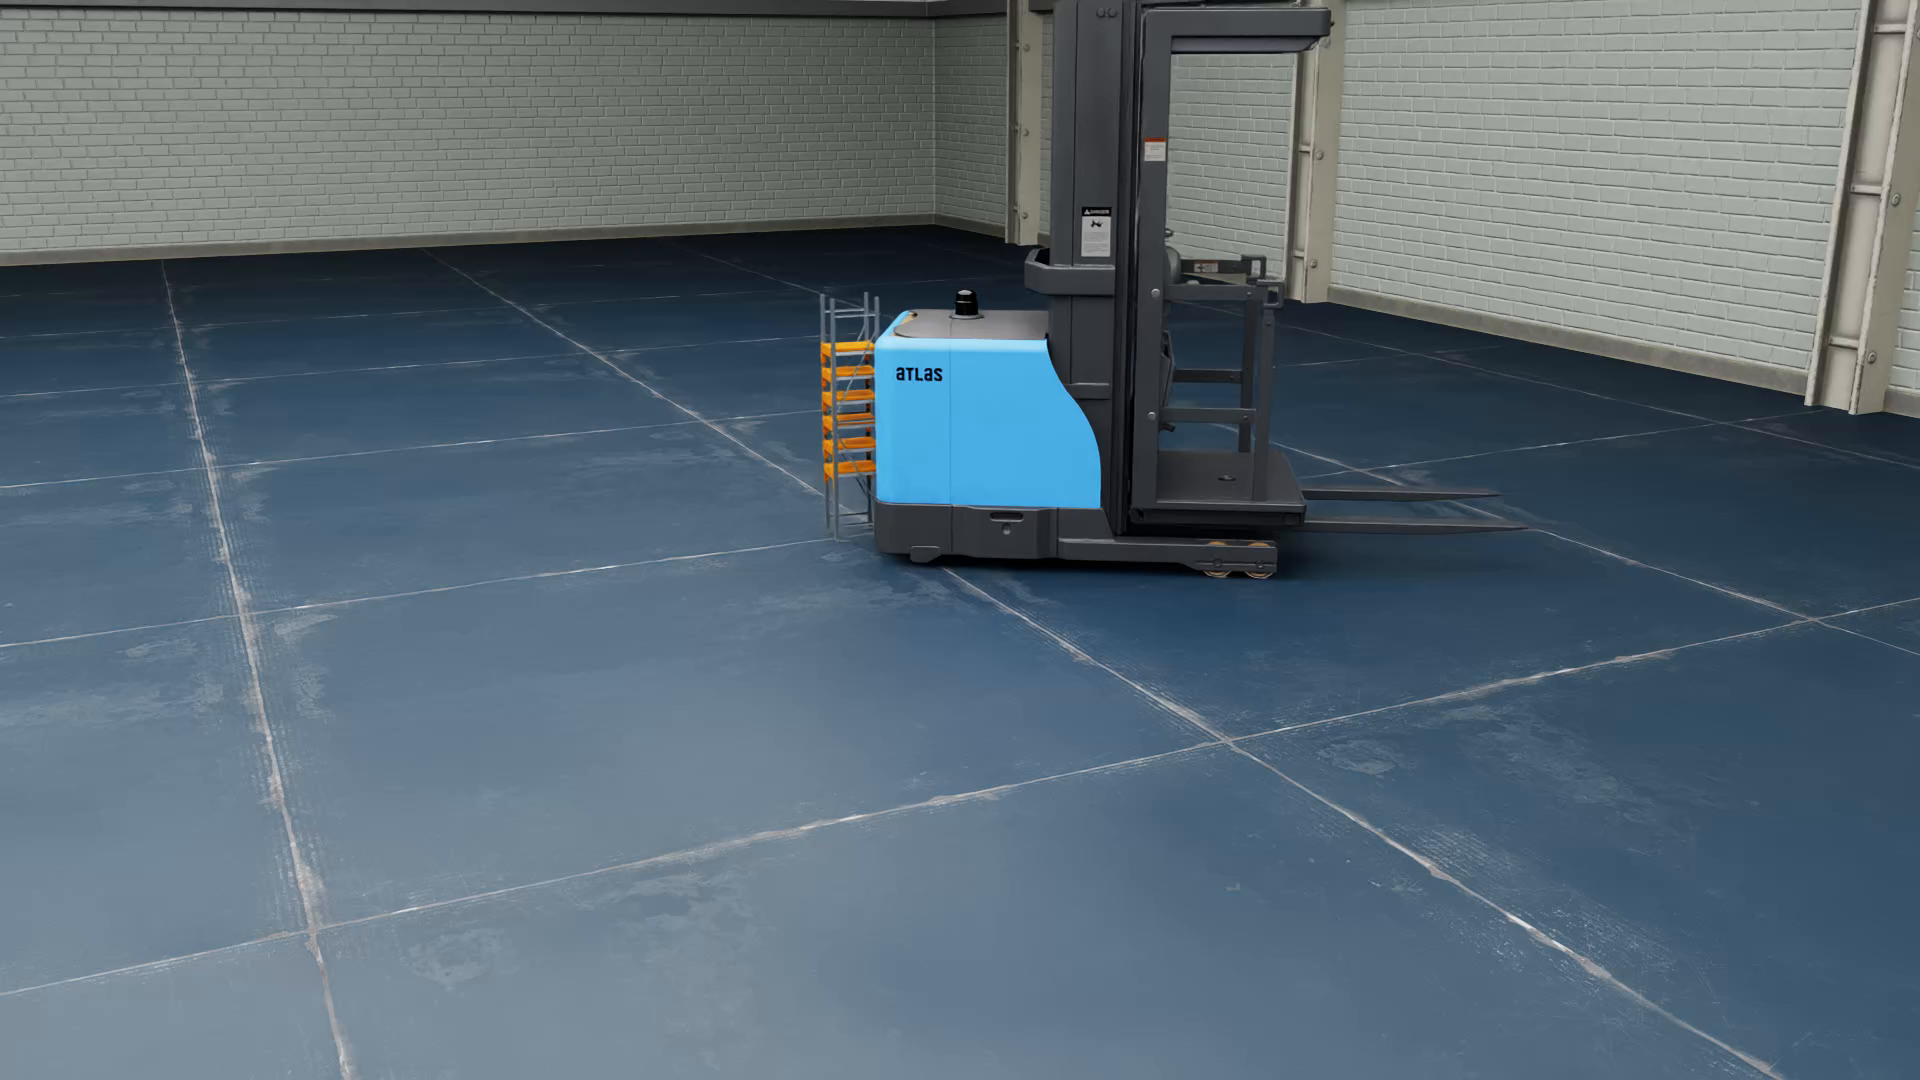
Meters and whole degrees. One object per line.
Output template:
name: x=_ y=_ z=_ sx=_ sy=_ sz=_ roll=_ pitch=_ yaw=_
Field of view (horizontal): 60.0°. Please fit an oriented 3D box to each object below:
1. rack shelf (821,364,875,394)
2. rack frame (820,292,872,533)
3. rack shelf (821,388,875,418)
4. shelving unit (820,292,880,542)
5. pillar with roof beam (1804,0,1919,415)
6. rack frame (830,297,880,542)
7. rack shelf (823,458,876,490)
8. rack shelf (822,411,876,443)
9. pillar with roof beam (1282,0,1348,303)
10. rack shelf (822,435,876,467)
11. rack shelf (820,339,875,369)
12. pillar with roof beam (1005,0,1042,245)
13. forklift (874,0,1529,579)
rack shelf: x=-0.532 y=-0.788 z=8.111 sx=0.258 sy=0.103 sz=0.180 roll=-5 pitch=17 yaw=-18
rack frame: x=-0.562 y=-0.624 z=8.248 sx=0.240 sy=1.200 sz=0.006 roll=-5 pitch=17 yaw=-18
rack shelf: x=-0.532 y=-0.672 z=8.144 sx=0.258 sy=0.103 sz=0.180 roll=-5 pitch=17 yaw=-18
shelving unit: x=-0.532 y=-0.600 z=8.165 sx=0.258 sy=1.200 sz=0.189 roll=-5 pitch=17 yaw=-18
pillar with roof beam: x=2.202 y=-4.715 z=8.366 sx=9.100 sy=9.000 sz=0.400 roll=-8 pitch=18 yaw=-25
rack frame: x=-0.502 y=-0.576 z=8.082 sx=0.240 sy=1.200 sz=0.006 roll=-5 pitch=17 yaw=-18
rack shelf: x=-0.532 y=-0.326 z=8.244 sx=0.258 sy=0.103 sz=0.180 roll=-5 pitch=17 yaw=-18
rack shelf: x=-0.532 y=-0.557 z=8.177 sx=0.258 sy=0.103 sz=0.180 roll=-5 pitch=17 yaw=-18
pillar with roof beam: x=-0.426 y=-6.203 z=13.551 sx=9.100 sy=9.000 sz=0.400 roll=-8 pitch=18 yaw=-25
rack shelf: x=-0.532 y=-0.442 z=8.211 sx=0.258 sy=0.103 sz=0.180 roll=-5 pitch=17 yaw=-18
rack shelf: x=-0.532 y=-0.903 z=8.078 sx=0.258 sy=0.103 sz=0.180 roll=-5 pitch=17 yaw=-18
pillar with roof beam: x=-3.055 y=-7.690 z=18.735 sx=9.100 sy=9.000 sz=0.400 roll=-8 pitch=18 yaw=-25
forklift: x=1.144 y=-1.384 z=7.759 sx=3.031 sy=2.935 sz=1.130 roll=1 pitch=16 yaw=5
